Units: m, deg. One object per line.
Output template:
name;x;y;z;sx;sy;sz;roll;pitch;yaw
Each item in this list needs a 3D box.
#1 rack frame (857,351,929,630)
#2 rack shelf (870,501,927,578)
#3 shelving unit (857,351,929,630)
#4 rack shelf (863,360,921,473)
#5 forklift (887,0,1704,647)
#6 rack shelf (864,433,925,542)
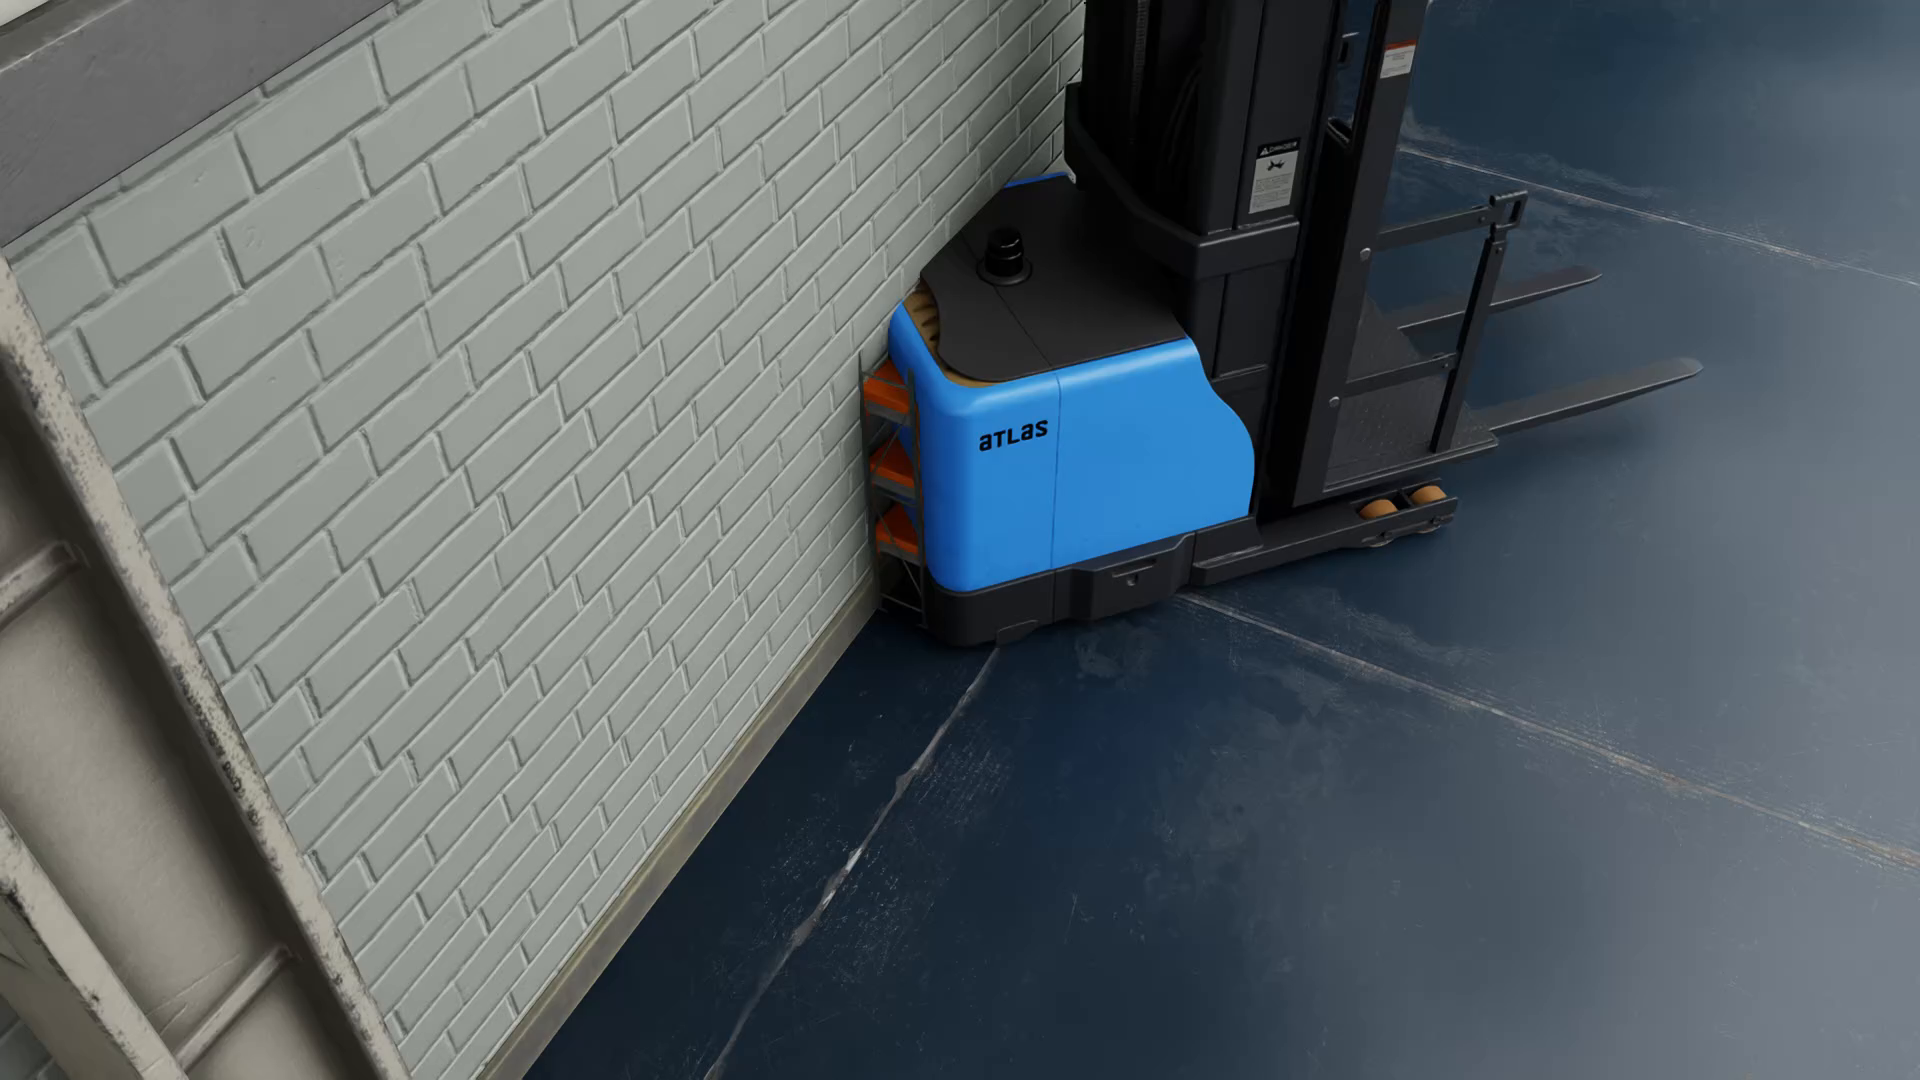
rack frame;-0.204;-0.128;5.107;0.200;1.050;0.008;22;48;24
rack shelf;-0.132;0.012;5.378;0.215;0.259;0.240;22;48;24
shelving unit;-0.139;-0.200;5.181;0.215;1.050;0.252;22;48;24
rack shelf;-0.147;-0.400;4.996;0.215;0.259;0.240;22;48;24
forklift;1.177;-1.344;5.018;3.031;2.935;1.130;-15;47;-14
rack shelf;-0.139;-0.192;5.189;0.215;0.259;0.240;22;48;24
